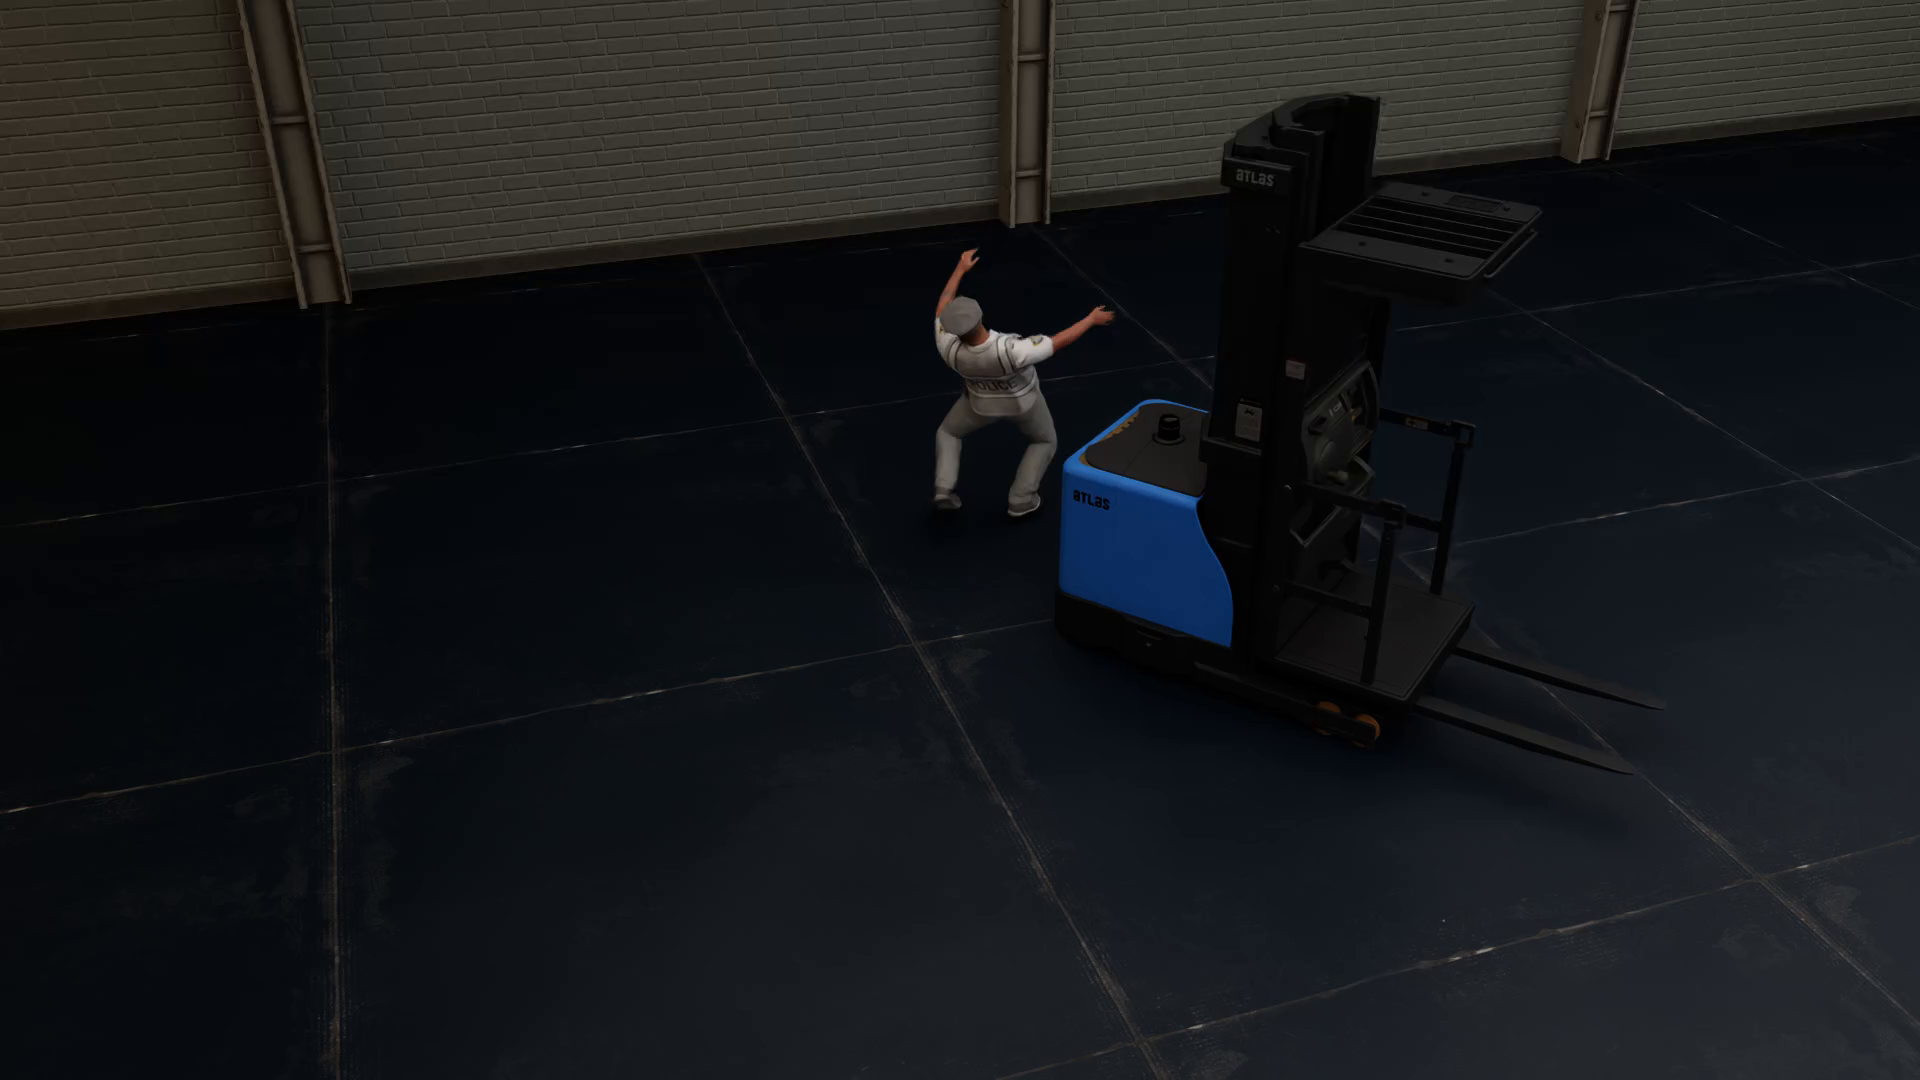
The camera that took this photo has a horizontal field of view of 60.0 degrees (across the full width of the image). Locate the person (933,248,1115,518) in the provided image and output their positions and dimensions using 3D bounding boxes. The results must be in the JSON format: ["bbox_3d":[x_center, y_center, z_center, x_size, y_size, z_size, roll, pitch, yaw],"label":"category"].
[{"bbox_3d":[0.361,-0.848,9.881,1.072,1.594,0.737,3,30,5],"label":"person"}]

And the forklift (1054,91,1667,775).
[{"bbox_3d":[2.030,-0.544,8.033,3.031,2.935,1.130,18,34,28],"label":"forklift"}]
